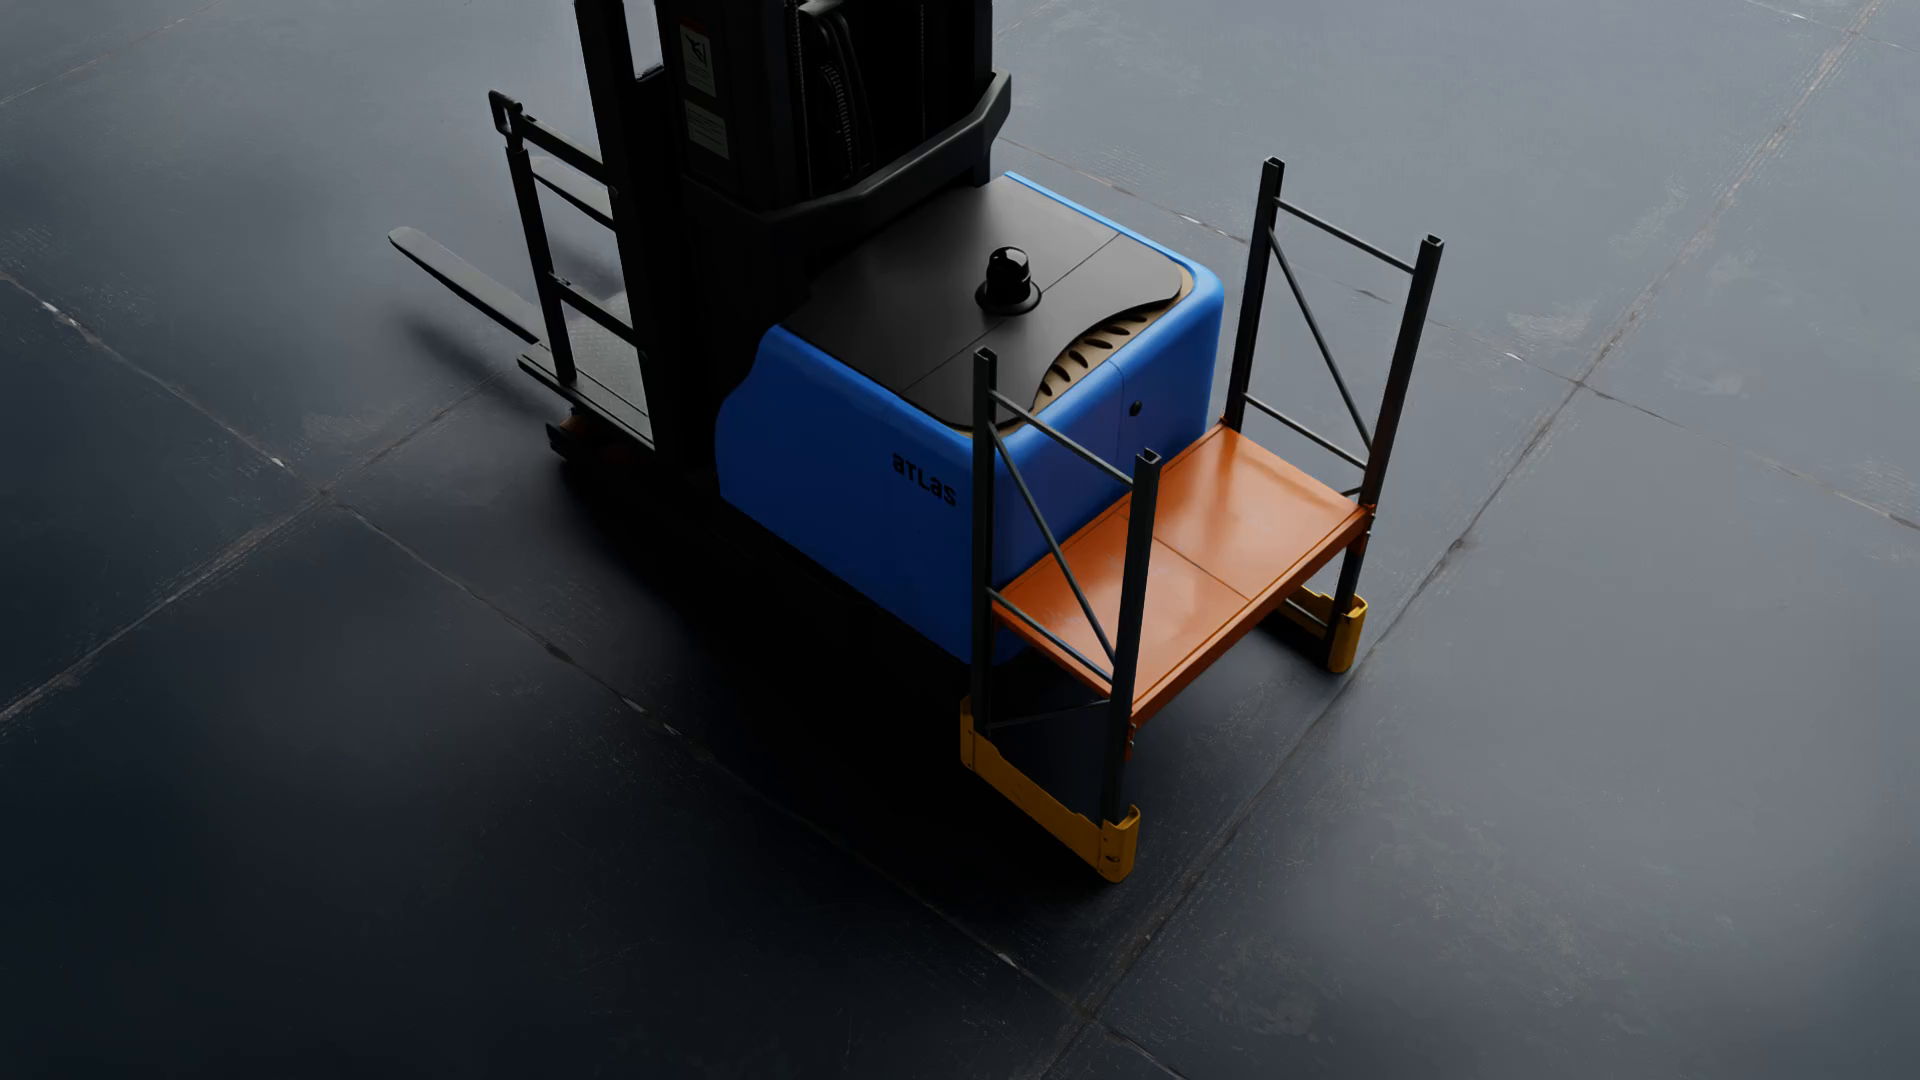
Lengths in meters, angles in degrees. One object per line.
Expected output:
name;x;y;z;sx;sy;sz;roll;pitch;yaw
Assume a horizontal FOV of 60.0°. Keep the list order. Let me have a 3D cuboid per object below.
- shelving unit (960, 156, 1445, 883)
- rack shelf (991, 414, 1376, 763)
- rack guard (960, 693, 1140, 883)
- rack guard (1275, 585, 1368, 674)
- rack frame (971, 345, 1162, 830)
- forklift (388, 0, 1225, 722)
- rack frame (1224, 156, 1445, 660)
shelving unit;0.580;-0.033;4.245;0.587;1.500;1.083;35;56;29
rack shelf;0.574;0.096;4.370;0.538;0.185;1.000;35;56;29
rack guard;0.230;0.655;4.452;0.587;0.250;0.087;35;56;29
rack guard;0.930;0.142;4.942;0.587;0.250;0.087;35;56;29
rack frame;0.217;0.233;3.990;0.500;1.500;0.032;35;56;29
forklift;-0.711;-1.419;4.578;3.031;2.935;1.130;33;54;27
rack frame;0.931;-0.290;4.490;0.500;1.500;0.032;35;56;29
